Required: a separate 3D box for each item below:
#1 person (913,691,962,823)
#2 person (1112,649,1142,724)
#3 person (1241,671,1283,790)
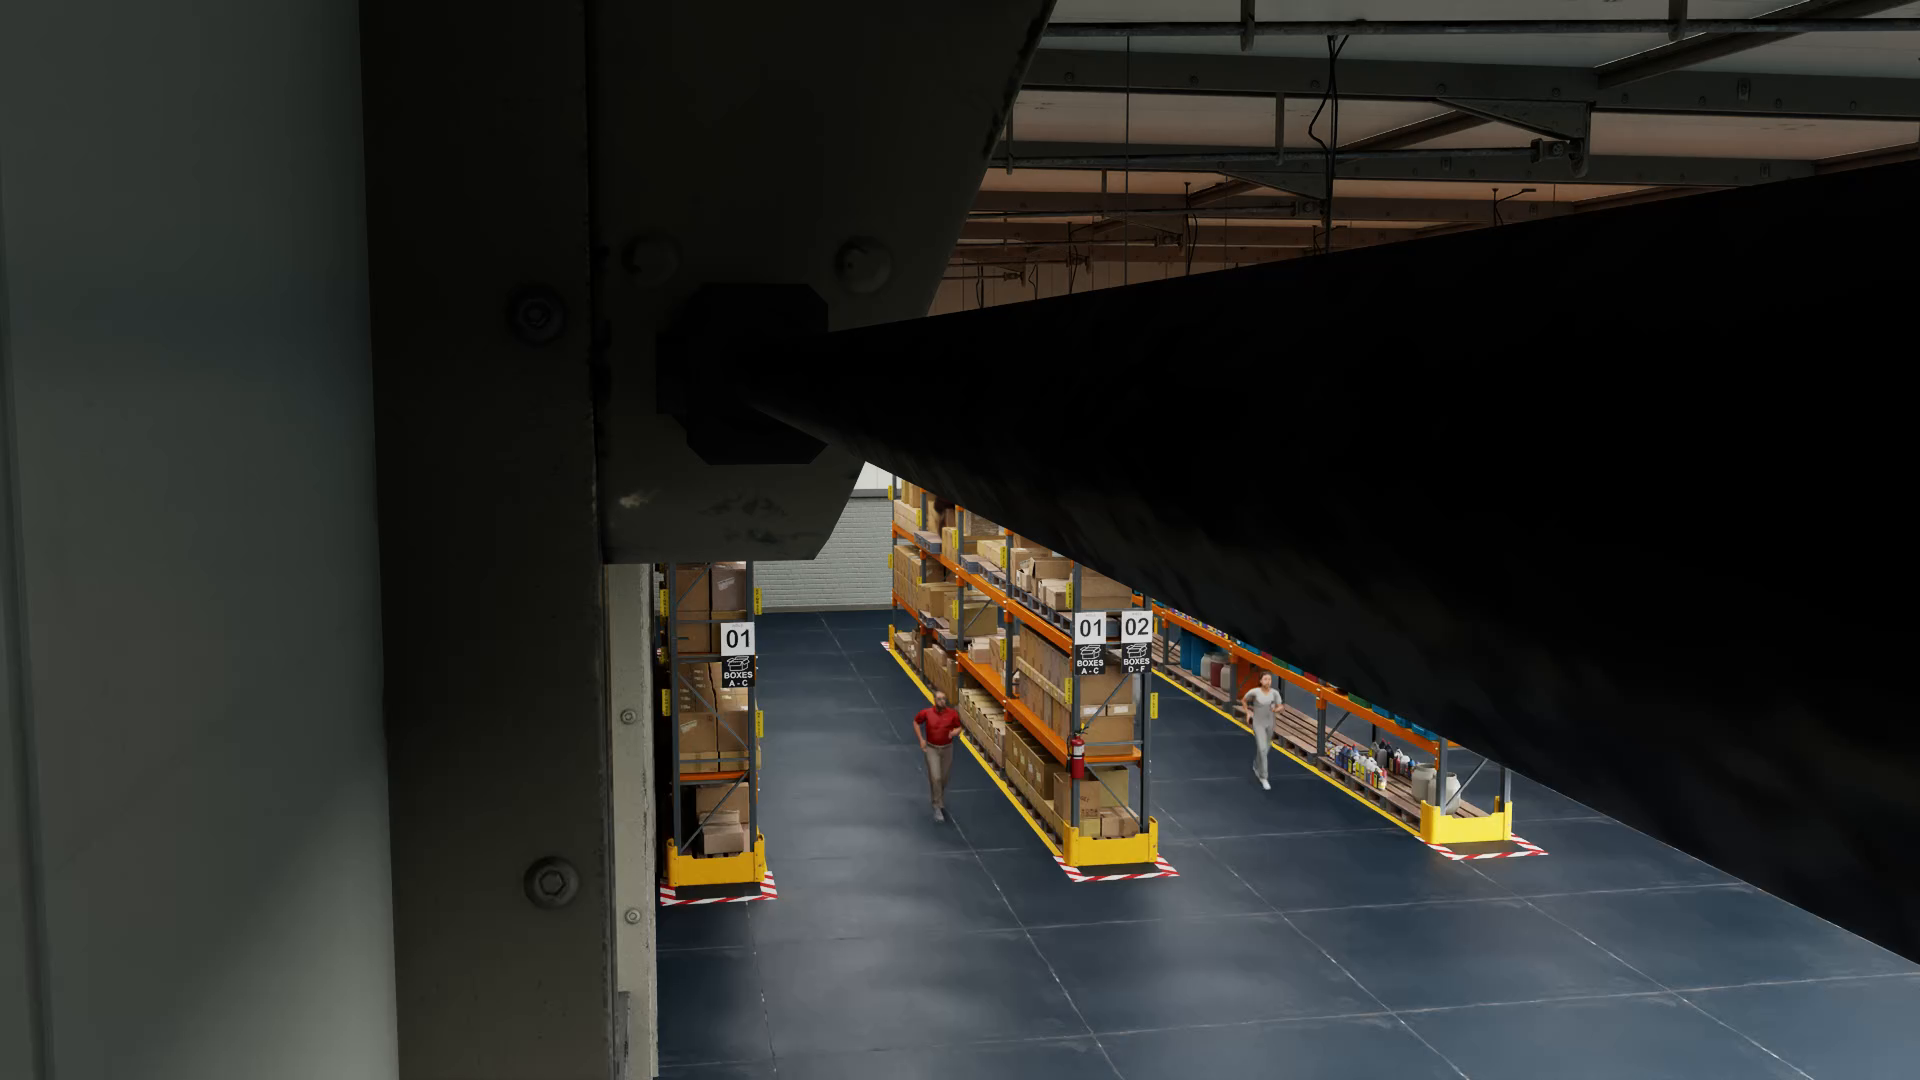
[{"bbox_3d":[-0.281,2.966,23.148,0.652,1.762,0.814,-2,6,-17],"label":"person"},{"bbox_3d":[2.966,2.345,29.010,0.667,1.730,0.598,-2,7,-21],"label":"person"},{"bbox_3d":[4.542,2.798,24.832,0.555,1.704,0.784,-1,6,-13],"label":"person"}]
